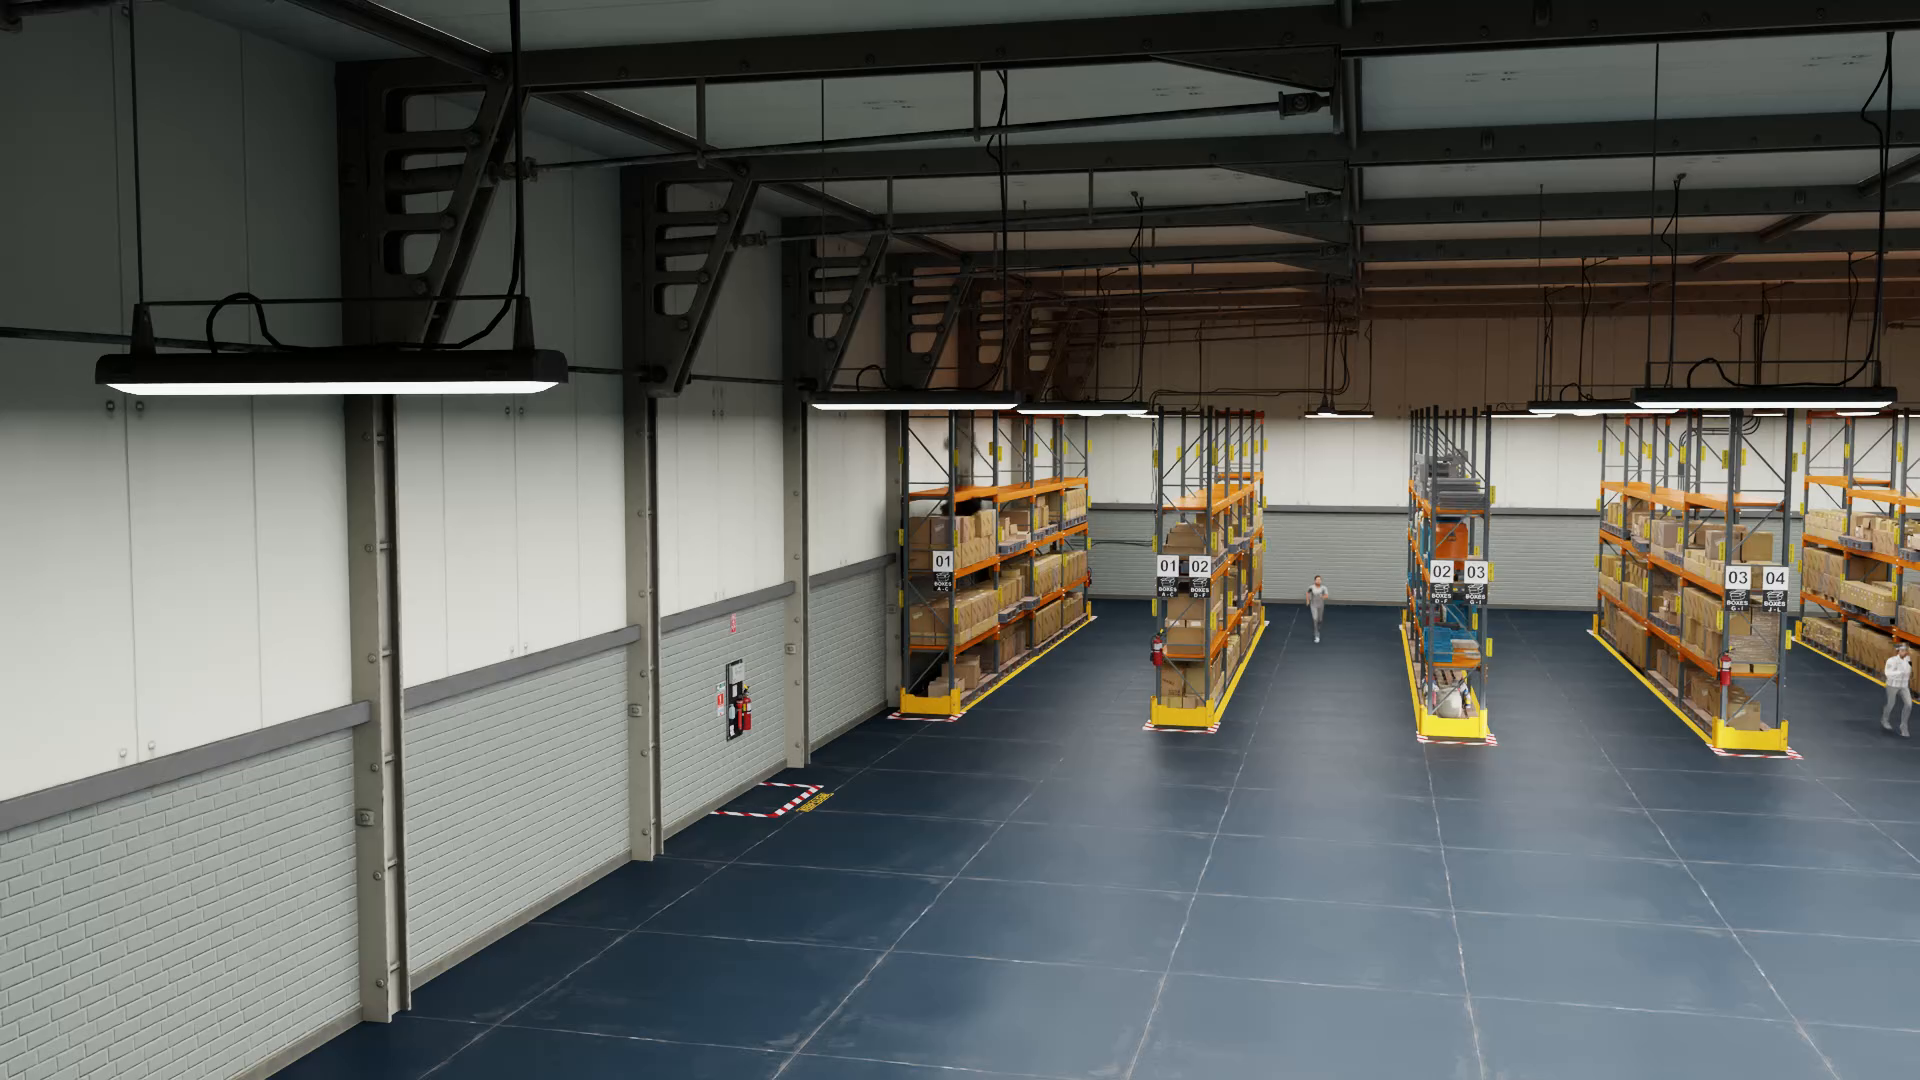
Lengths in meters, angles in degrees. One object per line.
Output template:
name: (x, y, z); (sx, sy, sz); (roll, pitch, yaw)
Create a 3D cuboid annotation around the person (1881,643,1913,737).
person: (17.121, 2.721, 30.395); (0.595, 1.748, 0.829); (0, 4, 2)

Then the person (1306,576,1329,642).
person: (9.303, 1.762, 43.273); (0.543, 1.695, 0.913); (0, 4, 4)
